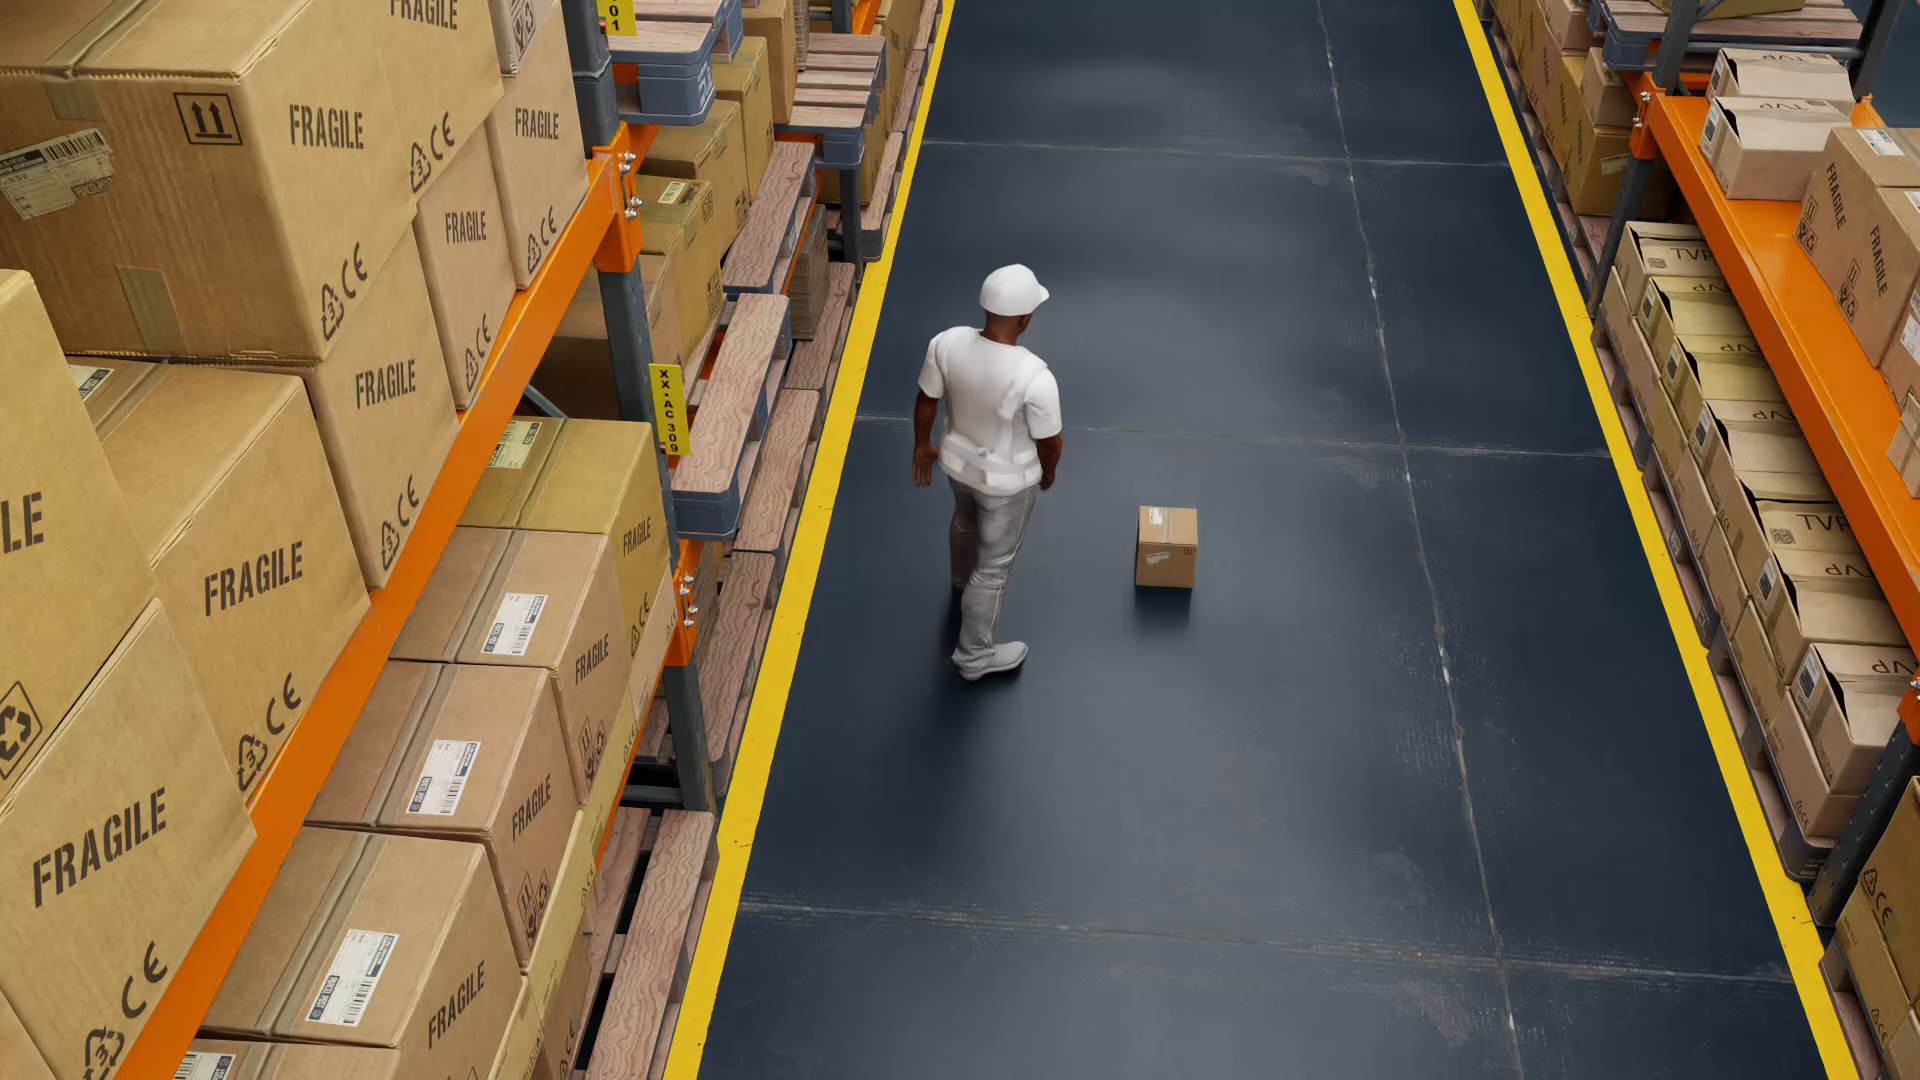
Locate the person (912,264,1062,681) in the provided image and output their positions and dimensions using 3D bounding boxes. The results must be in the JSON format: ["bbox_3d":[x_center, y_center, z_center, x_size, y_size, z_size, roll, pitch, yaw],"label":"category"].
[{"bbox_3d":[0.125,-0.326,6.516,0.667,1.741,0.708,30,49,31],"label":"person"}]
